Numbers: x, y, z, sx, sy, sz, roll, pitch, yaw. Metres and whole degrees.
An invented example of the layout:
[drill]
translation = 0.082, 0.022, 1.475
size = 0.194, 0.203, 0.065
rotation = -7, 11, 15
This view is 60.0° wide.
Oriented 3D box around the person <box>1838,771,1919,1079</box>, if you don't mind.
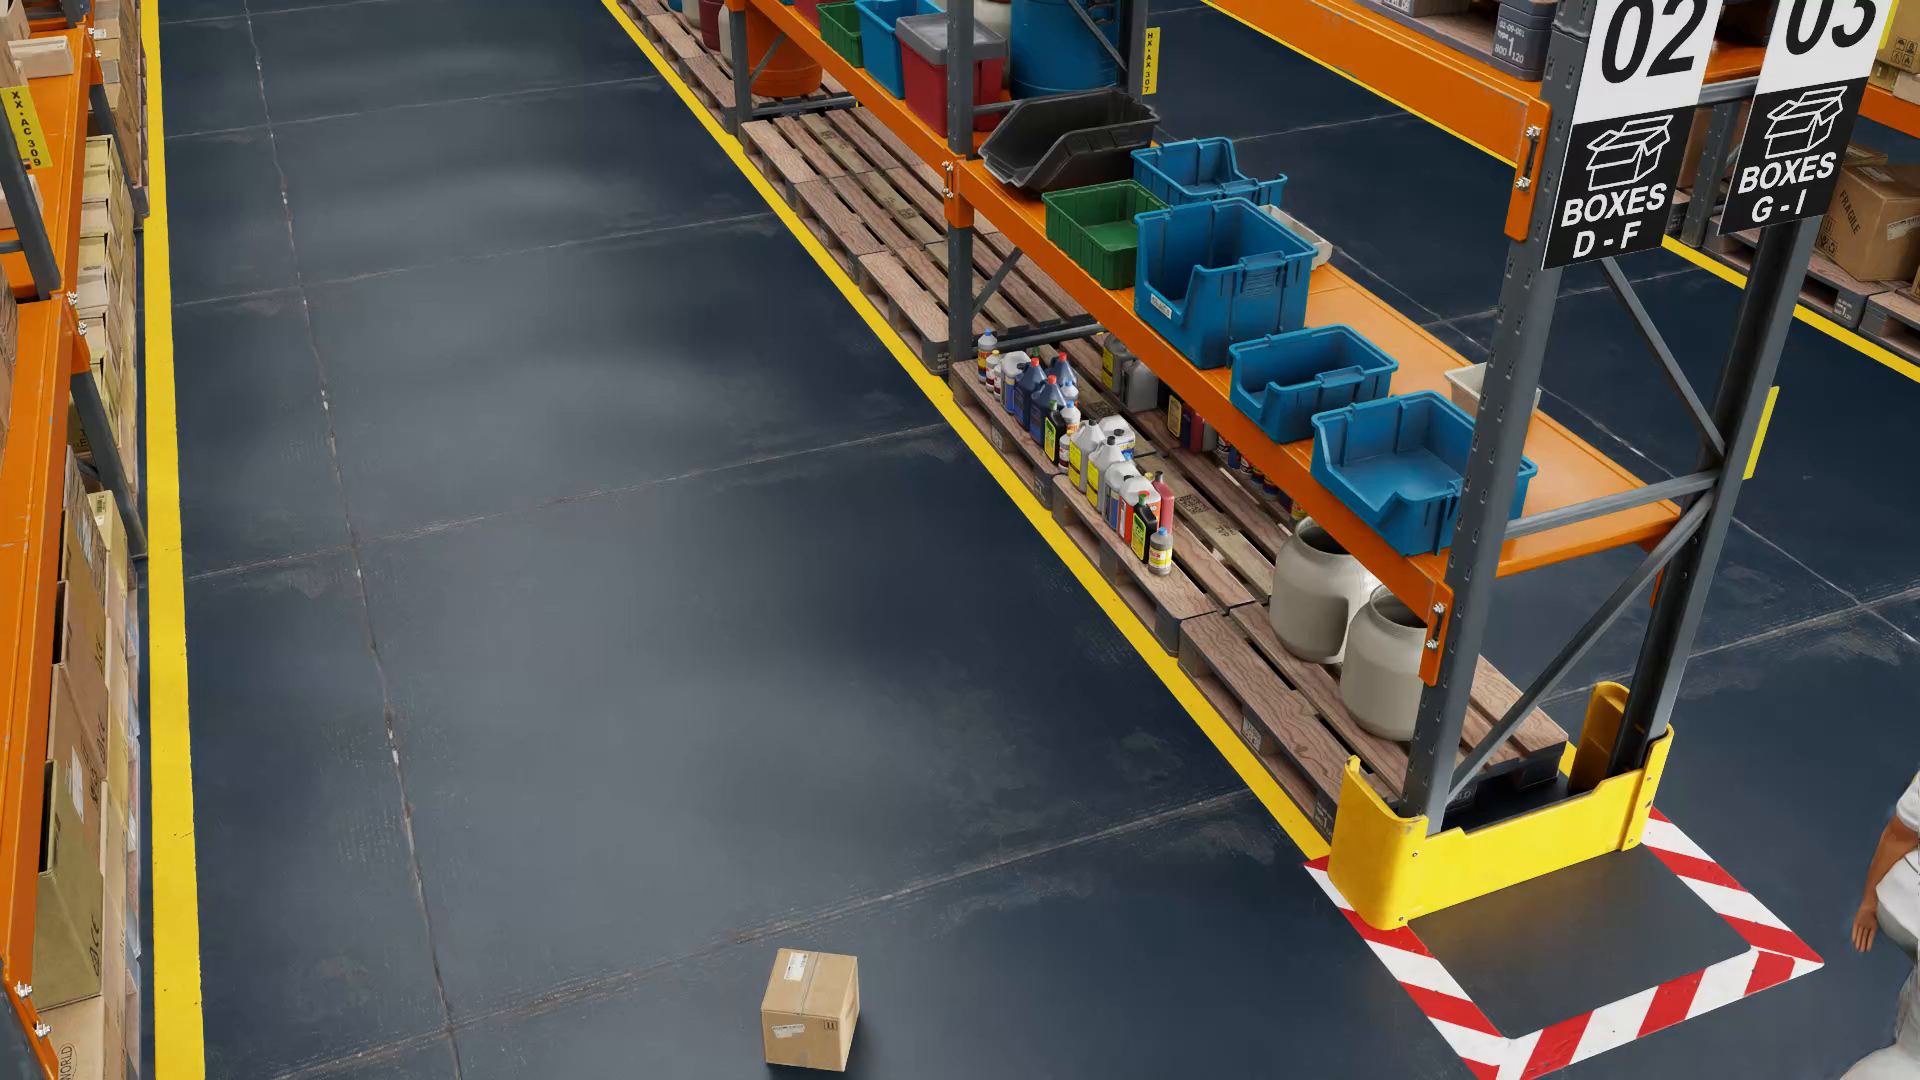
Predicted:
[person]
translation = 2.724, 1.054, 4.544
size = 0.984, 1.614, 0.472
rotation = -9, 35, -13
